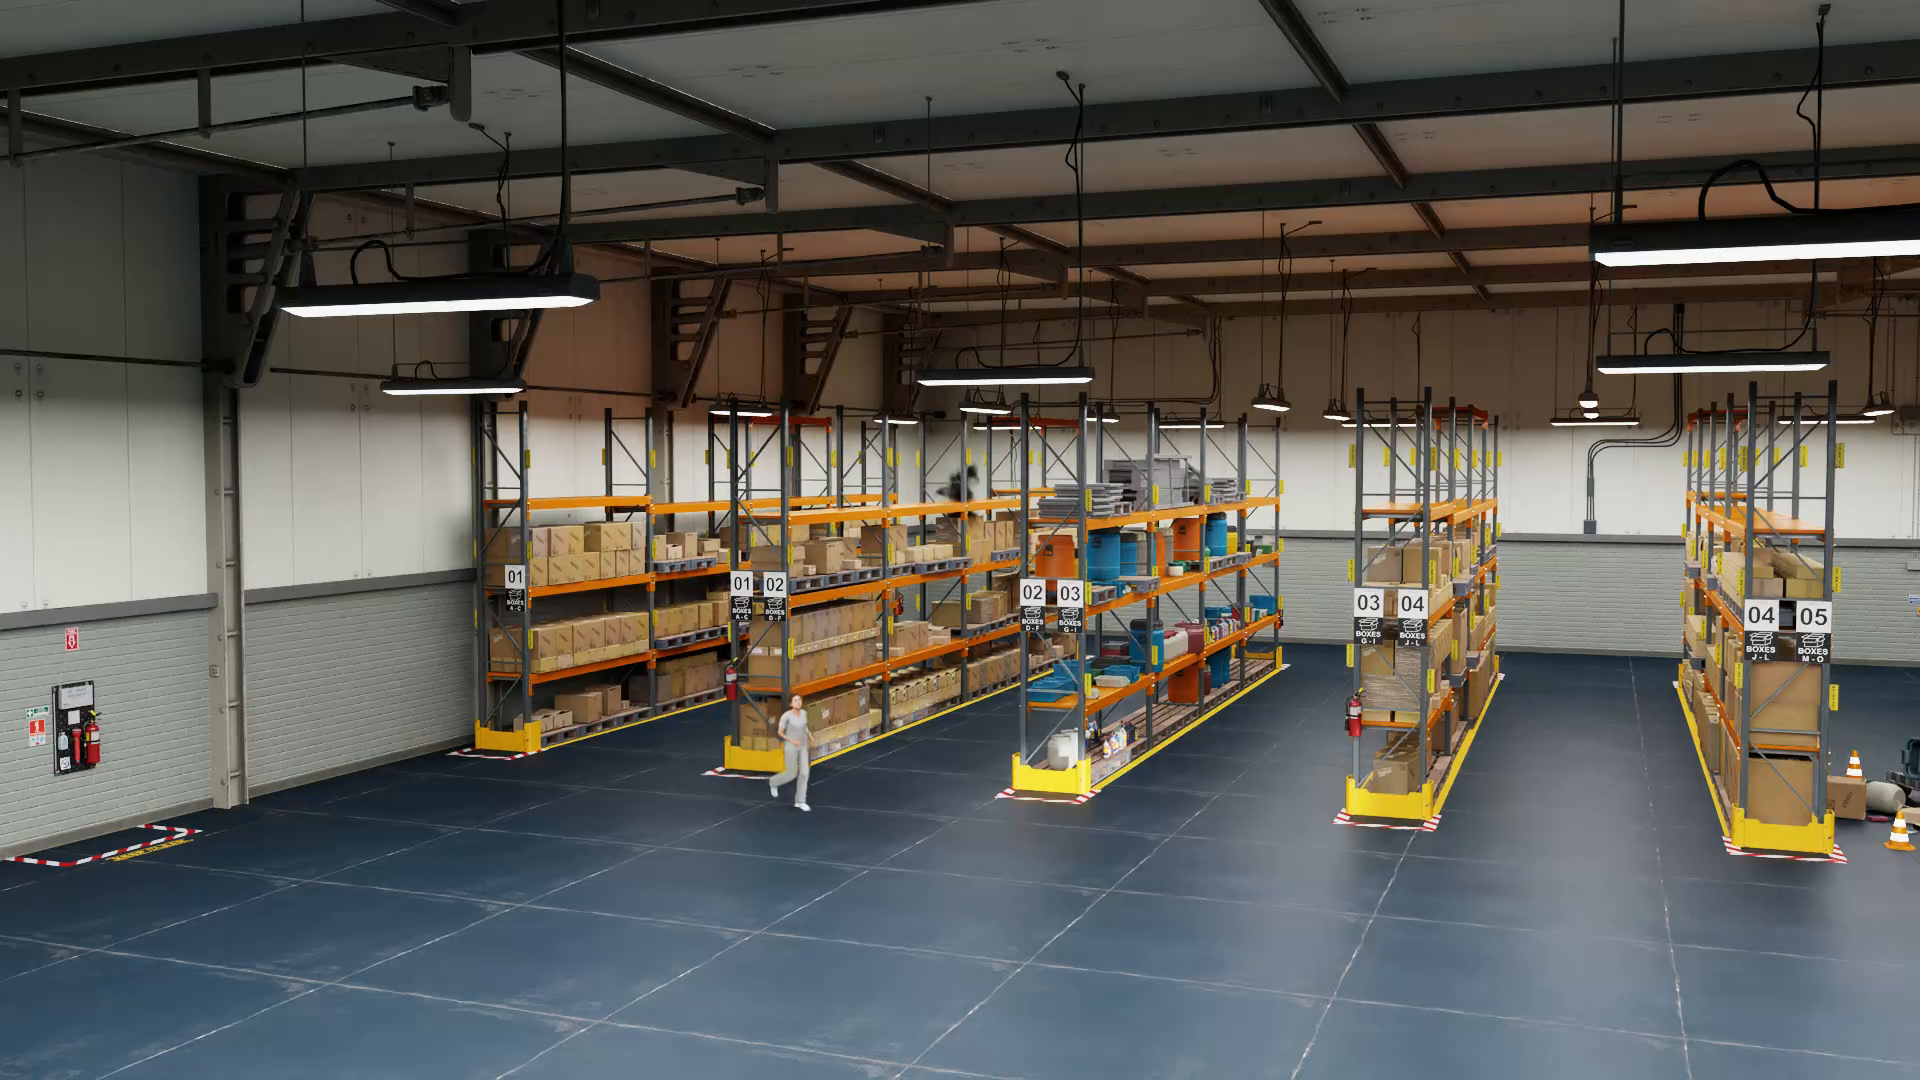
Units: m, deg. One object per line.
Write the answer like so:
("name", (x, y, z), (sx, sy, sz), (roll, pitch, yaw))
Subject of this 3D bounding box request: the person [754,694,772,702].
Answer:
("person", (-3.608, 2.713, 30.683), (0.535, 1.640, 0.655), (1, 3, 13))

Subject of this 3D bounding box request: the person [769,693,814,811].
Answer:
("person", (-2.397, 3.024, 23.970), (0.575, 1.661, 0.819), (-2, 4, -41))
